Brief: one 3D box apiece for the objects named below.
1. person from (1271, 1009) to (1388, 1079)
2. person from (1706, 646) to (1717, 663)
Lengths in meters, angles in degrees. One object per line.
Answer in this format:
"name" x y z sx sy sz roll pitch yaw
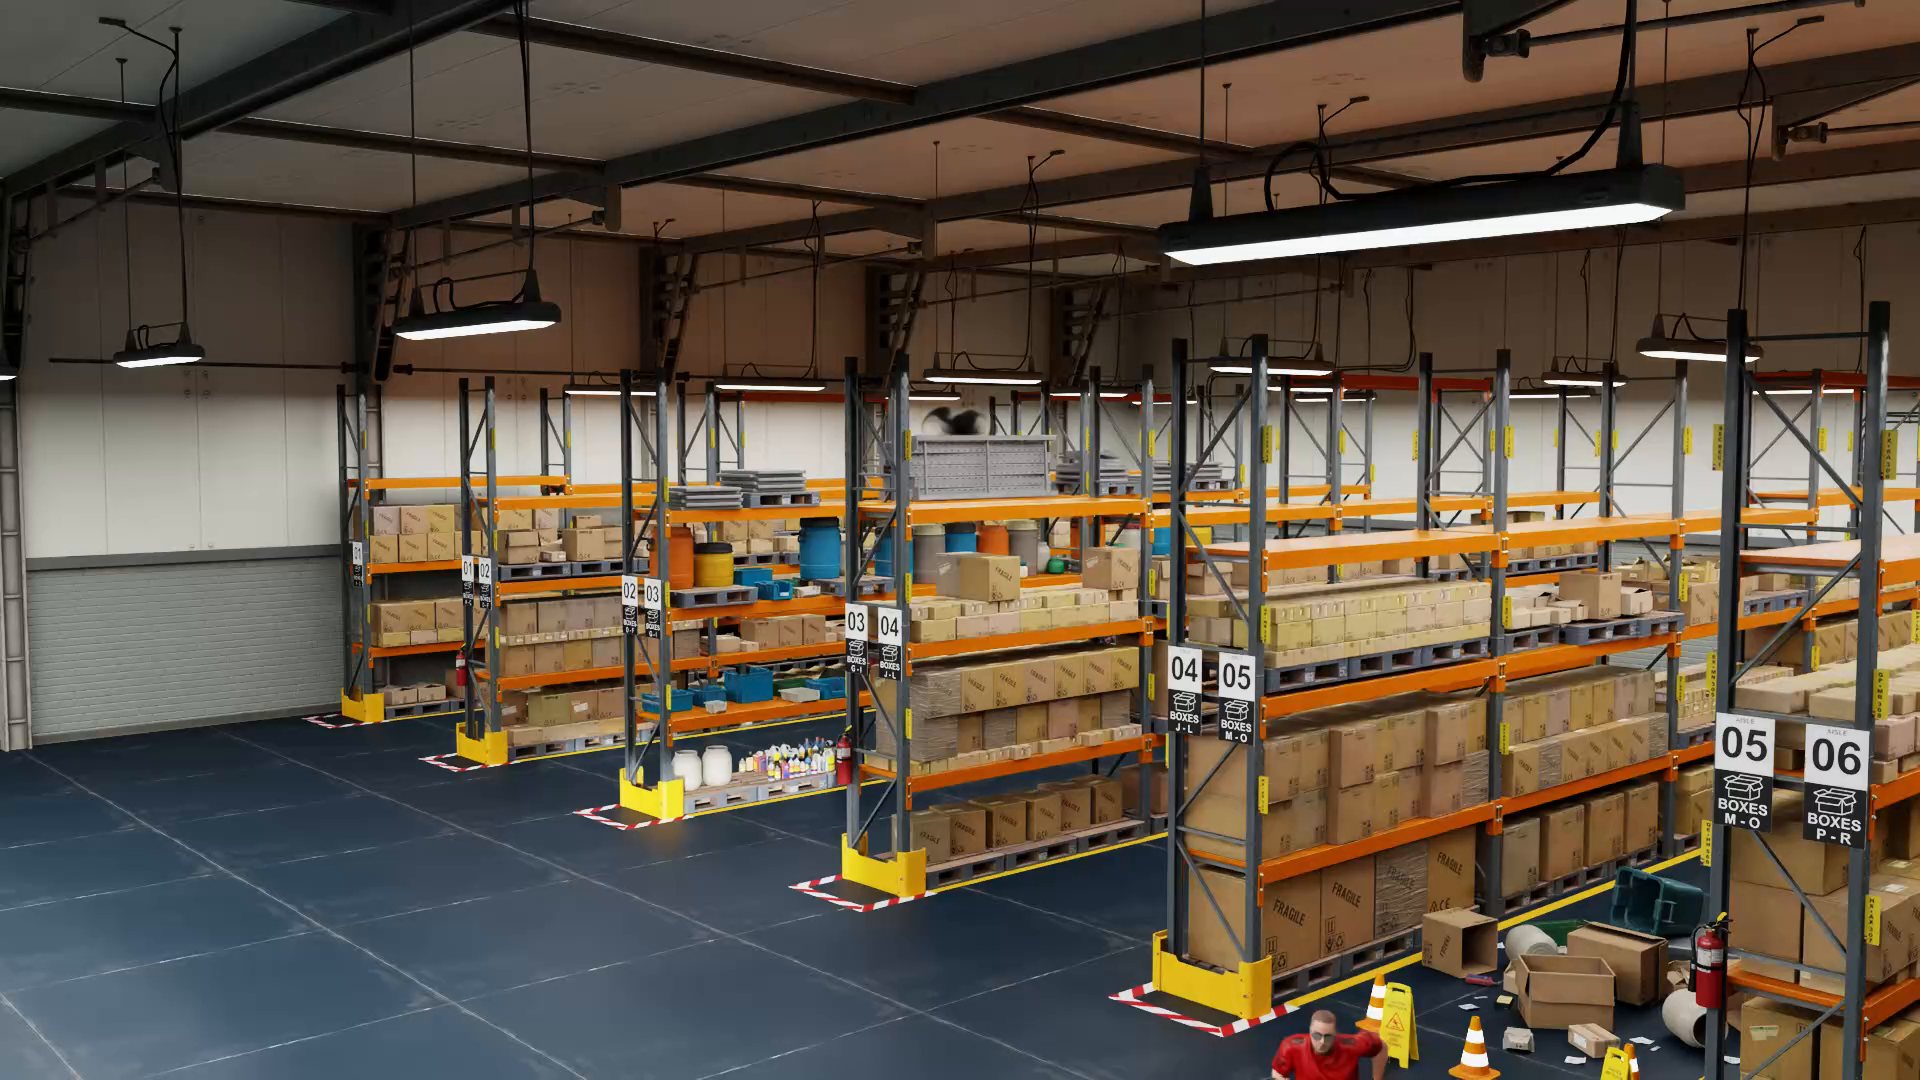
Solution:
"person" 2.340 3.688 10.538 0.708 1.698 1.005 1 4 16
"person" 12.160 2.556 26.593 0.687 1.750 0.705 -3 5 -41
